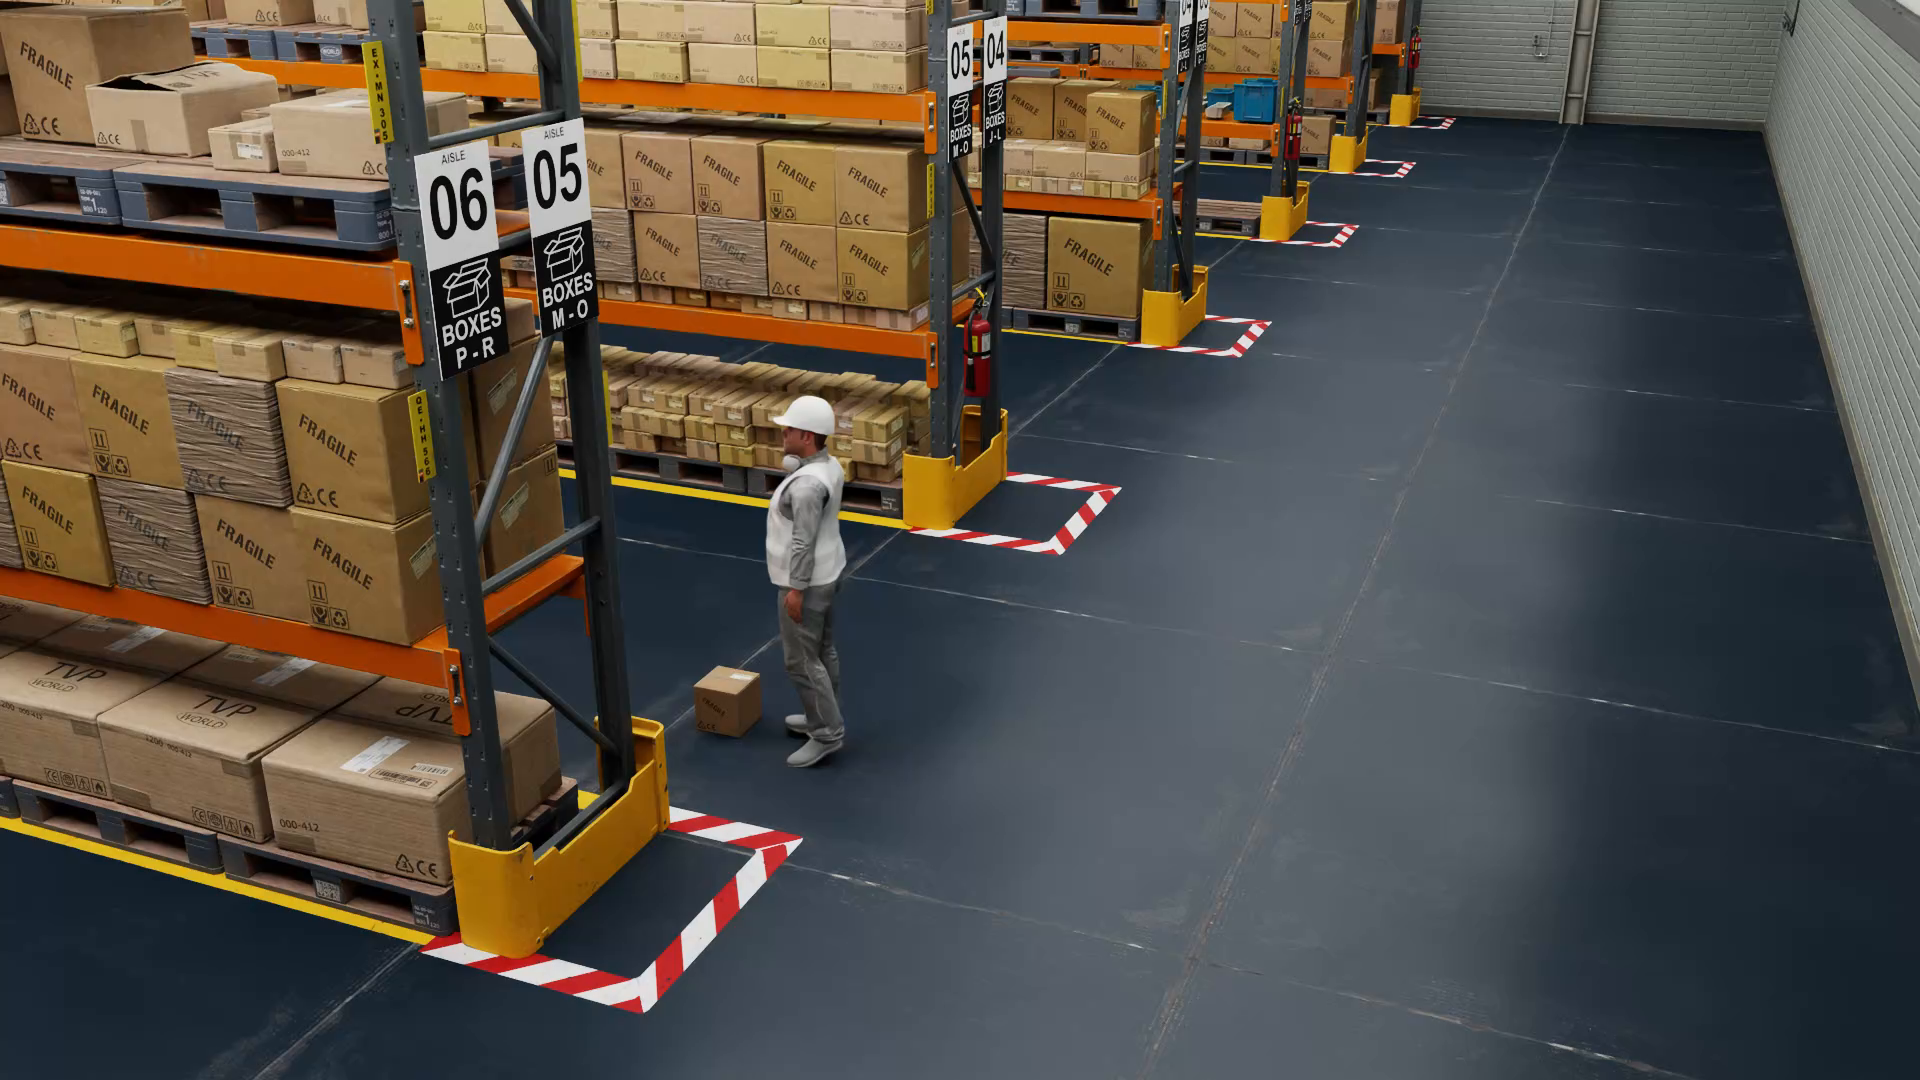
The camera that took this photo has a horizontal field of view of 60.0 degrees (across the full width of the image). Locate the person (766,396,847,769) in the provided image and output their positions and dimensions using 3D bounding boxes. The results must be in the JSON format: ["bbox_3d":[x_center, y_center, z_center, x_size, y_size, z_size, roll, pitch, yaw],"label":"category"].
[{"bbox_3d":[-0.729,0.188,8.077,0.378,1.810,0.582,4,23,9],"label":"person"}]
